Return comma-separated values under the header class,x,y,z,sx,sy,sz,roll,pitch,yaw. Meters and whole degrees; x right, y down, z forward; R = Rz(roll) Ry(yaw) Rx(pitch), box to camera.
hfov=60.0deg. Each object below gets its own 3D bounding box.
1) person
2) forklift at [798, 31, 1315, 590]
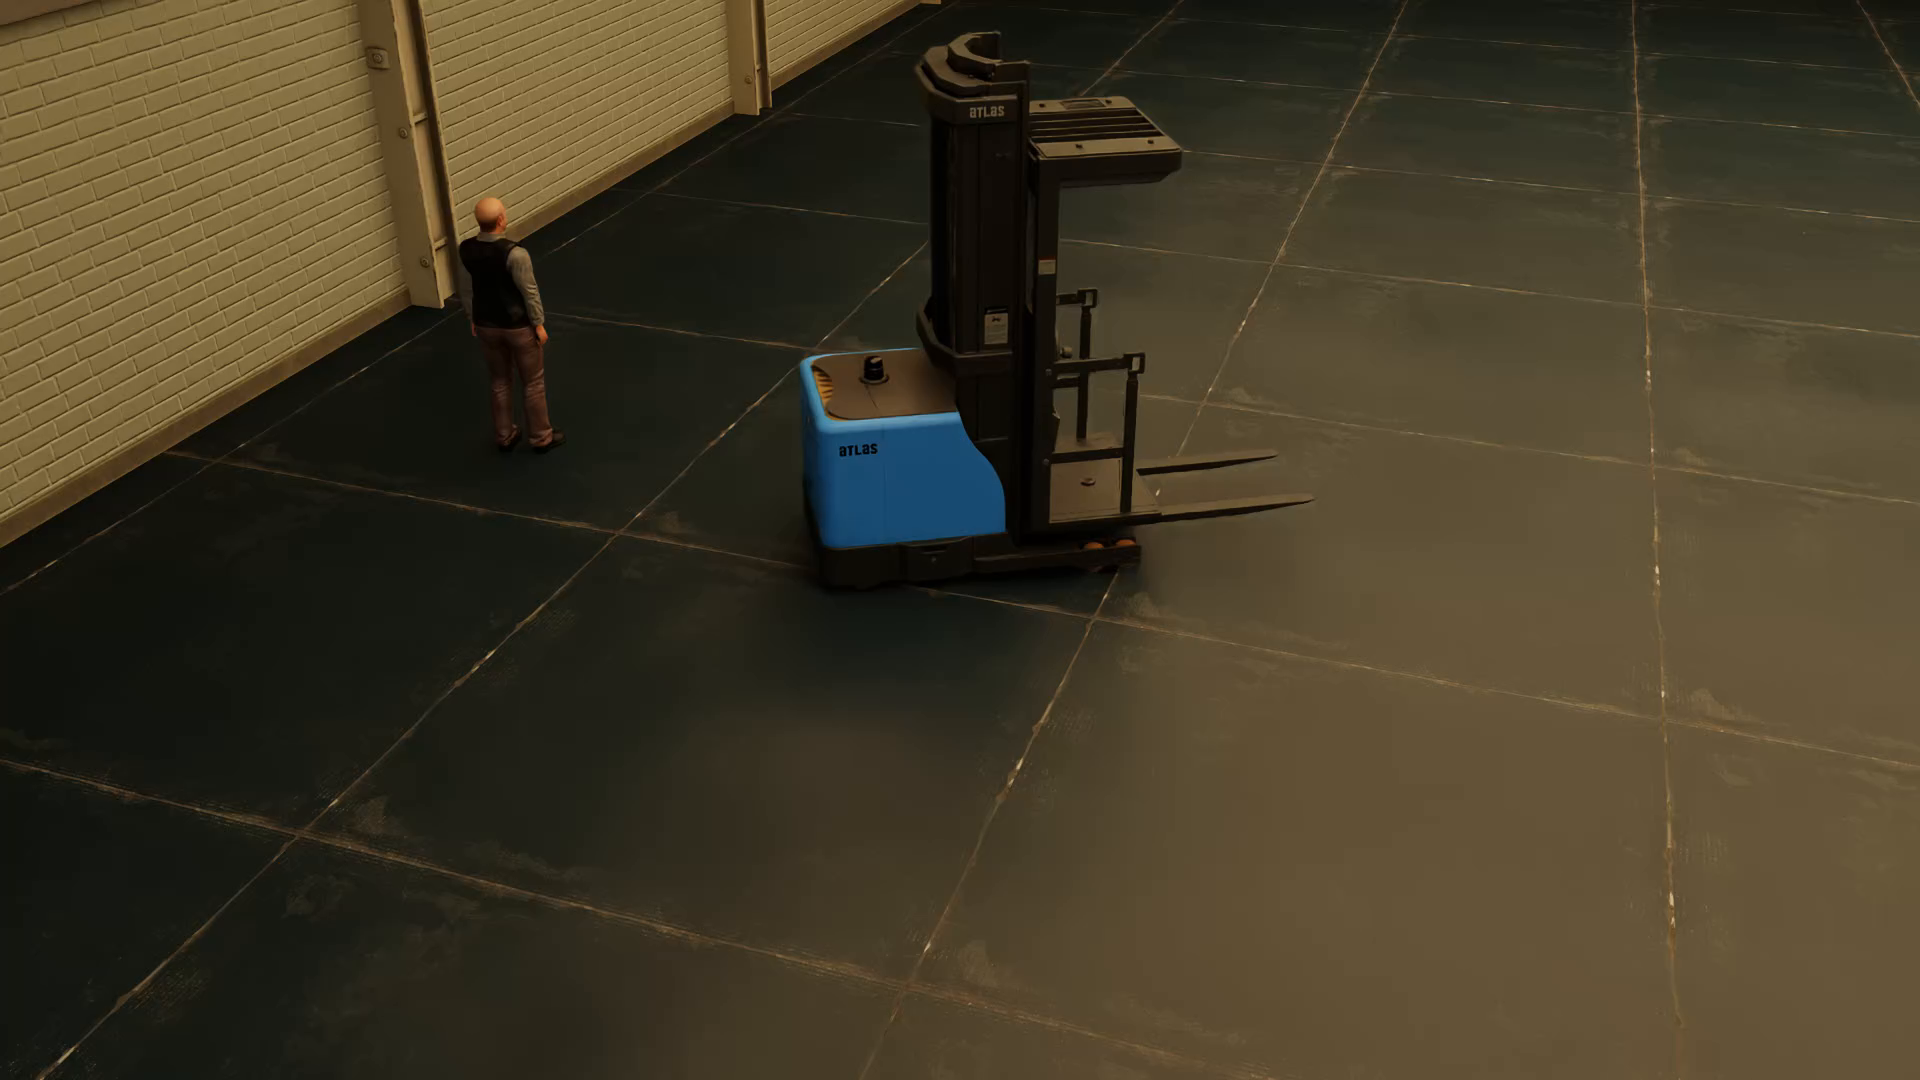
class,x,y,z,sx,sy,sz,roll,pitch,yaw
person,-2.929,-1.391,10.799,0.541,1.725,0.367,7,30,12
forklift,0.603,-1.341,9.489,3.031,2.935,1.130,-6,30,-10
